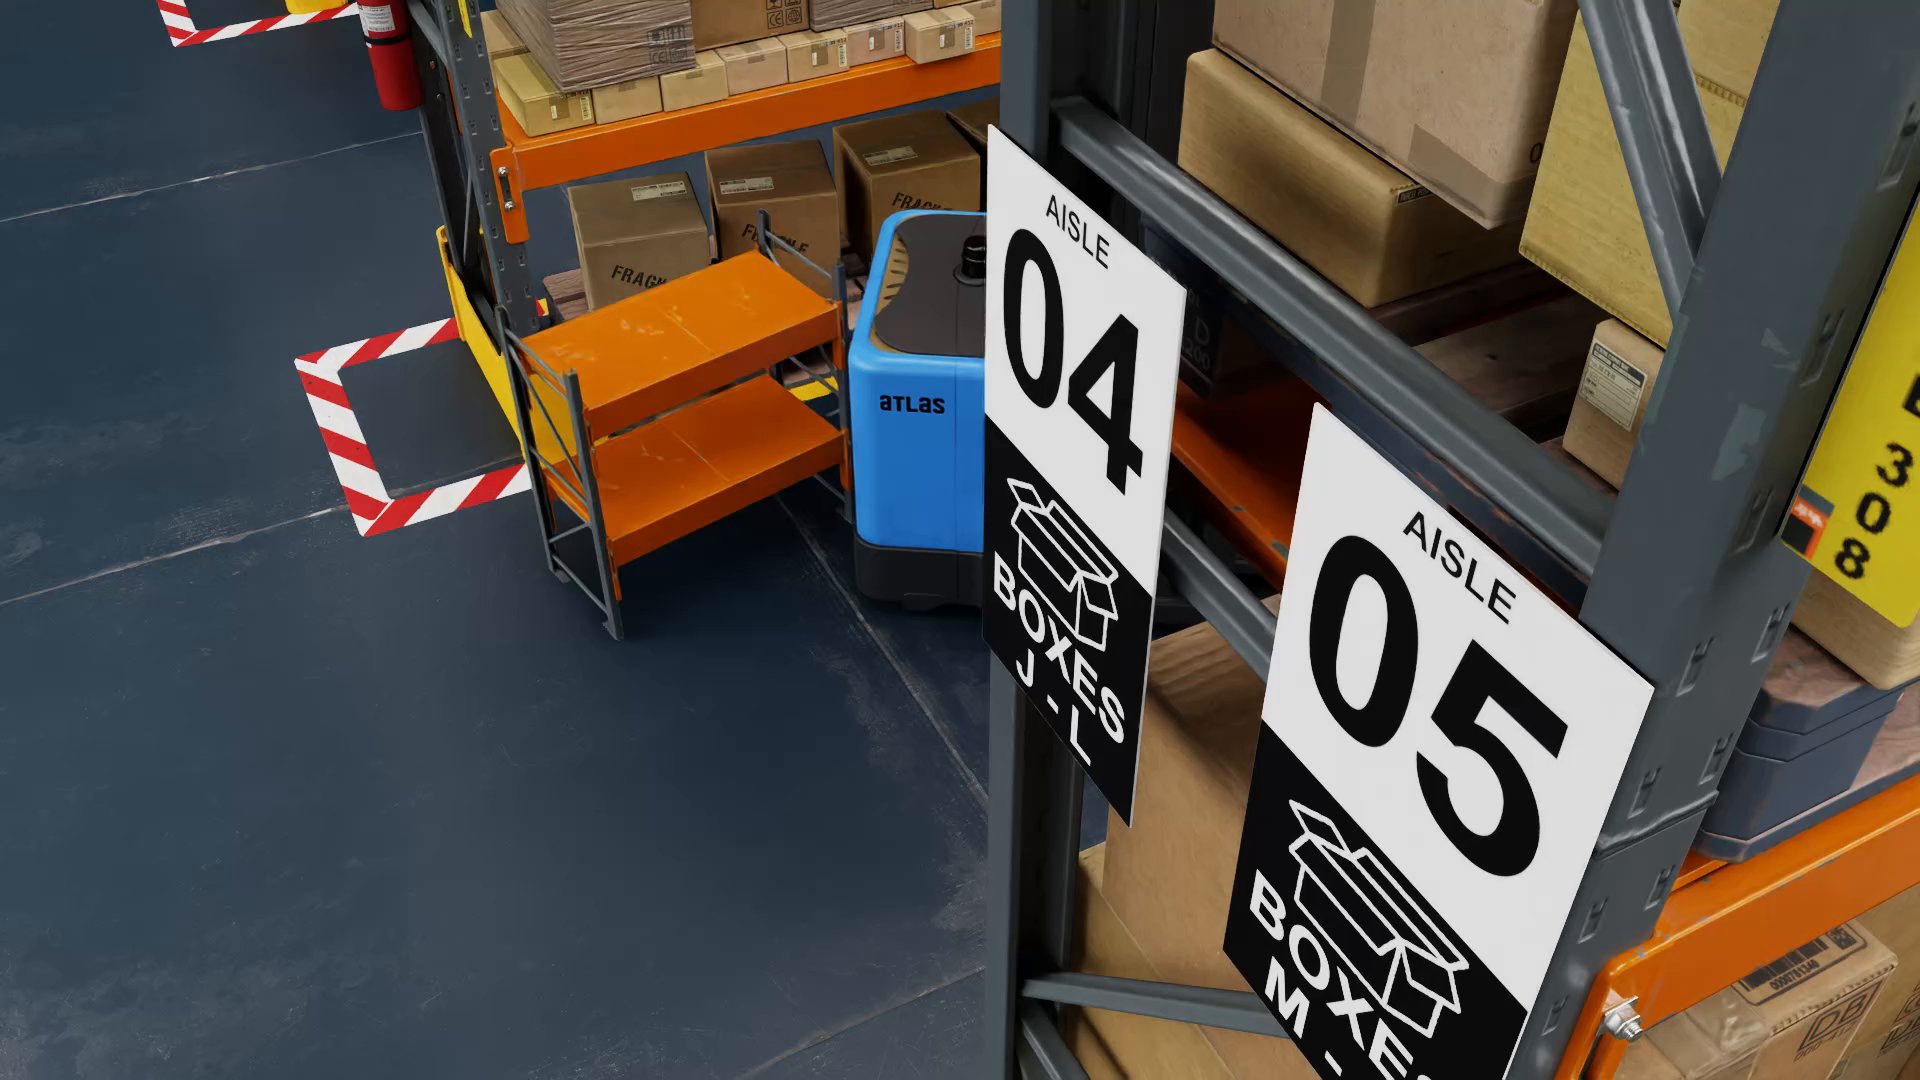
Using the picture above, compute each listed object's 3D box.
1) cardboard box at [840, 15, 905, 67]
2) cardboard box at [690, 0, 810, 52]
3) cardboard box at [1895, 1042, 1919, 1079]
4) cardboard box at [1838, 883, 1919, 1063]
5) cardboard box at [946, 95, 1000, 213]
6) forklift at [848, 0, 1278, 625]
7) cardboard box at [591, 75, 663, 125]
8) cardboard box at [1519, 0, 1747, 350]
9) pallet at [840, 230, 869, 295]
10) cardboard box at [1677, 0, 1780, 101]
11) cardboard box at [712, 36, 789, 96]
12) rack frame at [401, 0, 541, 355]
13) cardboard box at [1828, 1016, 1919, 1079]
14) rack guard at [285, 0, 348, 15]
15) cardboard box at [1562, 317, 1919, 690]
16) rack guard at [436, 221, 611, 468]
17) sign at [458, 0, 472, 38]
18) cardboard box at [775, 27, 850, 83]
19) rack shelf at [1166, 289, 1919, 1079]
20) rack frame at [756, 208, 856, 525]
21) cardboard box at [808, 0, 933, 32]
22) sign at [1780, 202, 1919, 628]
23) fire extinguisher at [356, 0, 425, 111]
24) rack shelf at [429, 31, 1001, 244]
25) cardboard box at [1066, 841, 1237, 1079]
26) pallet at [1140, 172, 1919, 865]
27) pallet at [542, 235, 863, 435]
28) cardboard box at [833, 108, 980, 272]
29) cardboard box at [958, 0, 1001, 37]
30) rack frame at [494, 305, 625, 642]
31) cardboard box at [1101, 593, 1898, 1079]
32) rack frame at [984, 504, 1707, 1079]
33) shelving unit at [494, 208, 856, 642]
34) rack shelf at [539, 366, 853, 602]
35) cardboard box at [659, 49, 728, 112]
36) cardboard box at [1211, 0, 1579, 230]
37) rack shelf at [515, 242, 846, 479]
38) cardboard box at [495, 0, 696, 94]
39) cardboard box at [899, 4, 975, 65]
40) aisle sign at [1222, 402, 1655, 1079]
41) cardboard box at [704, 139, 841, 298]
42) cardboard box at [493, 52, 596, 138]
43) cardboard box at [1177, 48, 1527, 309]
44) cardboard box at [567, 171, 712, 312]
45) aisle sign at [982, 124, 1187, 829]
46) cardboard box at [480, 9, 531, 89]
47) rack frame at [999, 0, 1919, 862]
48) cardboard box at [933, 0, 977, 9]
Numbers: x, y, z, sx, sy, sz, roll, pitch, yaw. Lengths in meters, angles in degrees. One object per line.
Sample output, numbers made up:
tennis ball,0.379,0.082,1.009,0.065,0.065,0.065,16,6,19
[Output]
cardboard box,-0.408,-2.009,6.496,0.250,0.149,0.380,-19,44,-21
cardboard box,-0.987,-2.297,6.335,0.500,0.500,0.875,-19,44,-21
cardboard box,1.666,0.627,3.071,0.550,0.550,0.875,-19,44,-21
cardboard box,1.118,0.318,2.601,0.550,0.550,0.875,-19,44,-21
cardboard box,0.280,-1.677,7.520,0.500,0.500,0.500,-22,45,-24
forklift,1.174,-1.104,5.285,3.031,2.935,1.130,3,40,4
cardboard box,-1.283,-1.696,6.126,0.250,0.149,0.380,-19,44,-21
cardboard box,0.872,-0.304,1.449,0.500,0.250,0.500,-19,44,-21
pallet,0.009,-1.322,7.648,1.213,0.211,1.003,-19,44,-21
cardboard box,0.769,-0.376,1.226,0.250,0.149,0.380,-18,43,-20
cardboard box,-0.842,-1.848,6.306,0.250,0.149,0.380,-19,44,-21
rack frame,-1.876,-1.779,6.030,0.127,3.000,1.000,-19,44,-21
cardboard box,1.111,0.722,2.959,0.550,0.550,0.875,-19,44,-21
rack guard,-4.118,-3.713,10.250,0.348,0.500,1.175,-19,44,-21
cardboard box,0.778,-0.073,1.485,0.250,0.149,0.380,-18,44,-20
rack guard,-1.809,-0.848,6.865,0.348,0.500,1.175,-19,44,-21
sign,-1.625,-1.799,5.384,0.005,0.325,0.100,-19,44,-21
cardboard box,-0.617,-1.919,6.389,0.250,0.149,0.380,-19,44,-21
rack shelf,2.099,-0.374,2.606,4.000,0.370,1.077,-19,44,-21
rack frame,-0.555,-0.618,6.109,0.032,1.125,0.500,-28,47,-29
cardboard box,-0.524,-2.422,6.482,0.500,0.500,0.875,-19,44,-21
sign,0.577,-0.096,0.982,0.005,0.325,0.100,-19,44,-21
fire extinguisher,-2.190,-1.980,6.327,0.183,0.674,0.296,-19,44,-21
rack shelf,-0.102,-2.102,6.968,4.000,0.370,1.077,-19,44,-21
cardboard box,0.634,0.899,2.750,0.550,0.550,0.875,-19,44,-21
pallet,0.979,-0.246,1.965,1.213,0.211,1.003,-19,44,-21
pallet,-1.072,-0.960,7.221,1.213,0.211,1.003,-19,44,-21
cardboard box,-0.236,-1.536,7.353,0.500,0.500,0.500,-15,42,-17
cardboard box,0.023,-2.175,6.692,0.250,0.149,0.380,-19,44,-21
rack frame,-1.346,-0.205,5.622,0.032,1.125,0.500,-28,47,-29
cardboard box,0.672,0.535,2.344,0.550,0.550,0.875,-19,44,-21
rack frame,0.326,1.093,2.637,0.127,3.000,1.000,-19,44,-21
shelving unit,-0.951,-0.411,5.865,1.048,1.125,0.538,-28,47,-29
rack shelf,-0.951,-0.225,6.023,1.000,0.278,0.538,-28,47,-29
cardboard box,-1.054,-1.762,6.204,0.250,0.149,0.380,-19,44,-21
cardboard box,0.631,-0.613,1.814,0.500,0.250,0.500,-18,43,-20
rack shelf,-0.951,-0.635,5.676,1.000,0.278,0.538,-28,47,-29
cardboard box,-1.376,-2.080,6.077,0.500,0.500,0.875,-19,44,-21
cardboard box,-0.138,-2.024,6.514,0.250,0.149,0.380,-19,44,-21
aisle sign,0.401,0.294,1.569,0.004,0.787,0.394,-19,44,-21
cardboard box,-0.800,-1.360,7.145,0.500,0.500,0.500,-8,41,-9
cardboard box,-1.513,-1.632,6.051,0.250,0.149,0.380,-19,44,-21
cardboard box,0.464,-0.448,1.928,0.250,0.149,0.380,-19,44,-21
cardboard box,-1.314,-1.162,6.911,0.500,0.500,0.500,-11,41,-13
aisle sign,0.124,-0.050,1.975,0.004,0.787,0.394,-19,44,-21
cardboard box,-1.719,-1.887,6.352,0.250,0.149,0.380,-19,44,-21
rack frame,0.326,-1.197,0.699,0.127,3.000,1.000,-19,44,-21
cardboard box,-0.075,-2.564,6.650,0.500,0.500,0.875,-19,44,-21
